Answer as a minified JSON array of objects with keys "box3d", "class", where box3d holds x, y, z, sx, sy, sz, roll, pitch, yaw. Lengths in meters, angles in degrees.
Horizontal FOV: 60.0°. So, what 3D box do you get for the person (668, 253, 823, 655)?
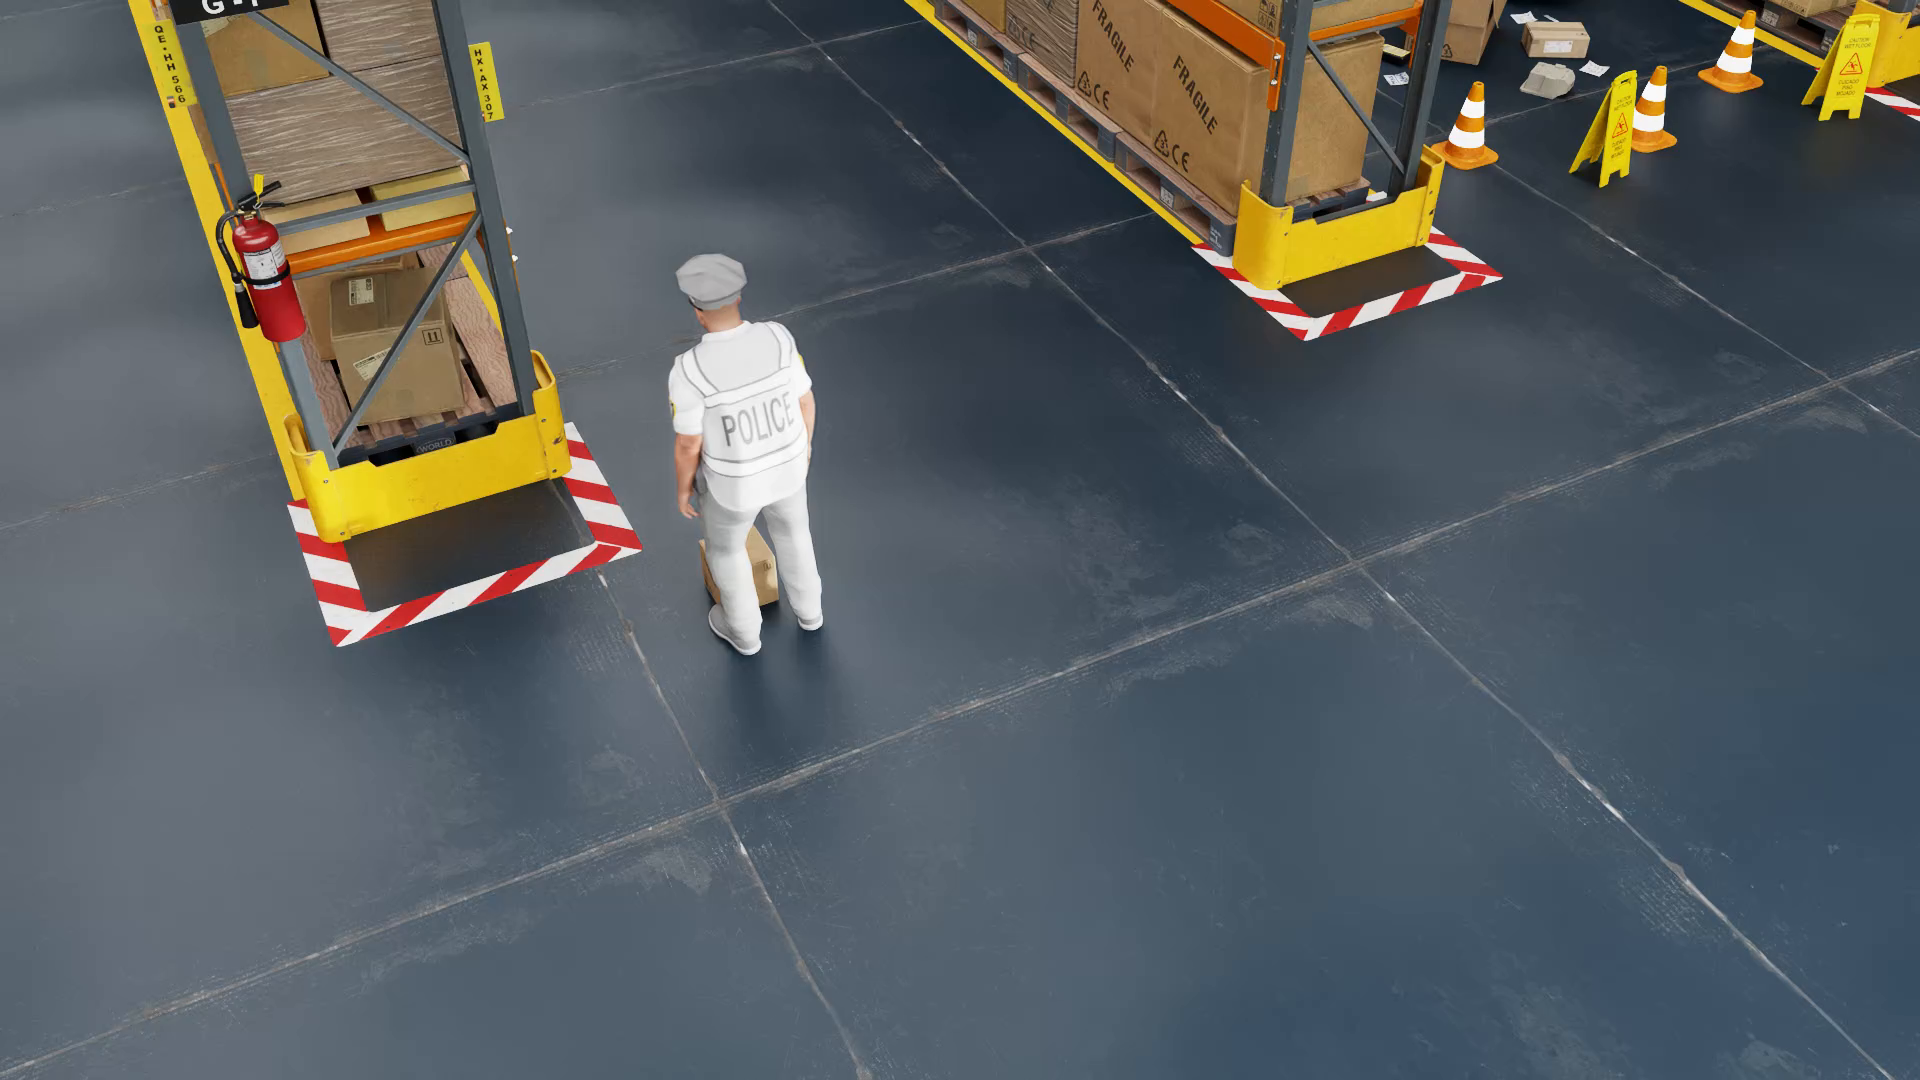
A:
[{"box3d":[-0.818,-0.275,6.469,0.604,1.747,0.437,-22,45,-23],"class":"person"}]
